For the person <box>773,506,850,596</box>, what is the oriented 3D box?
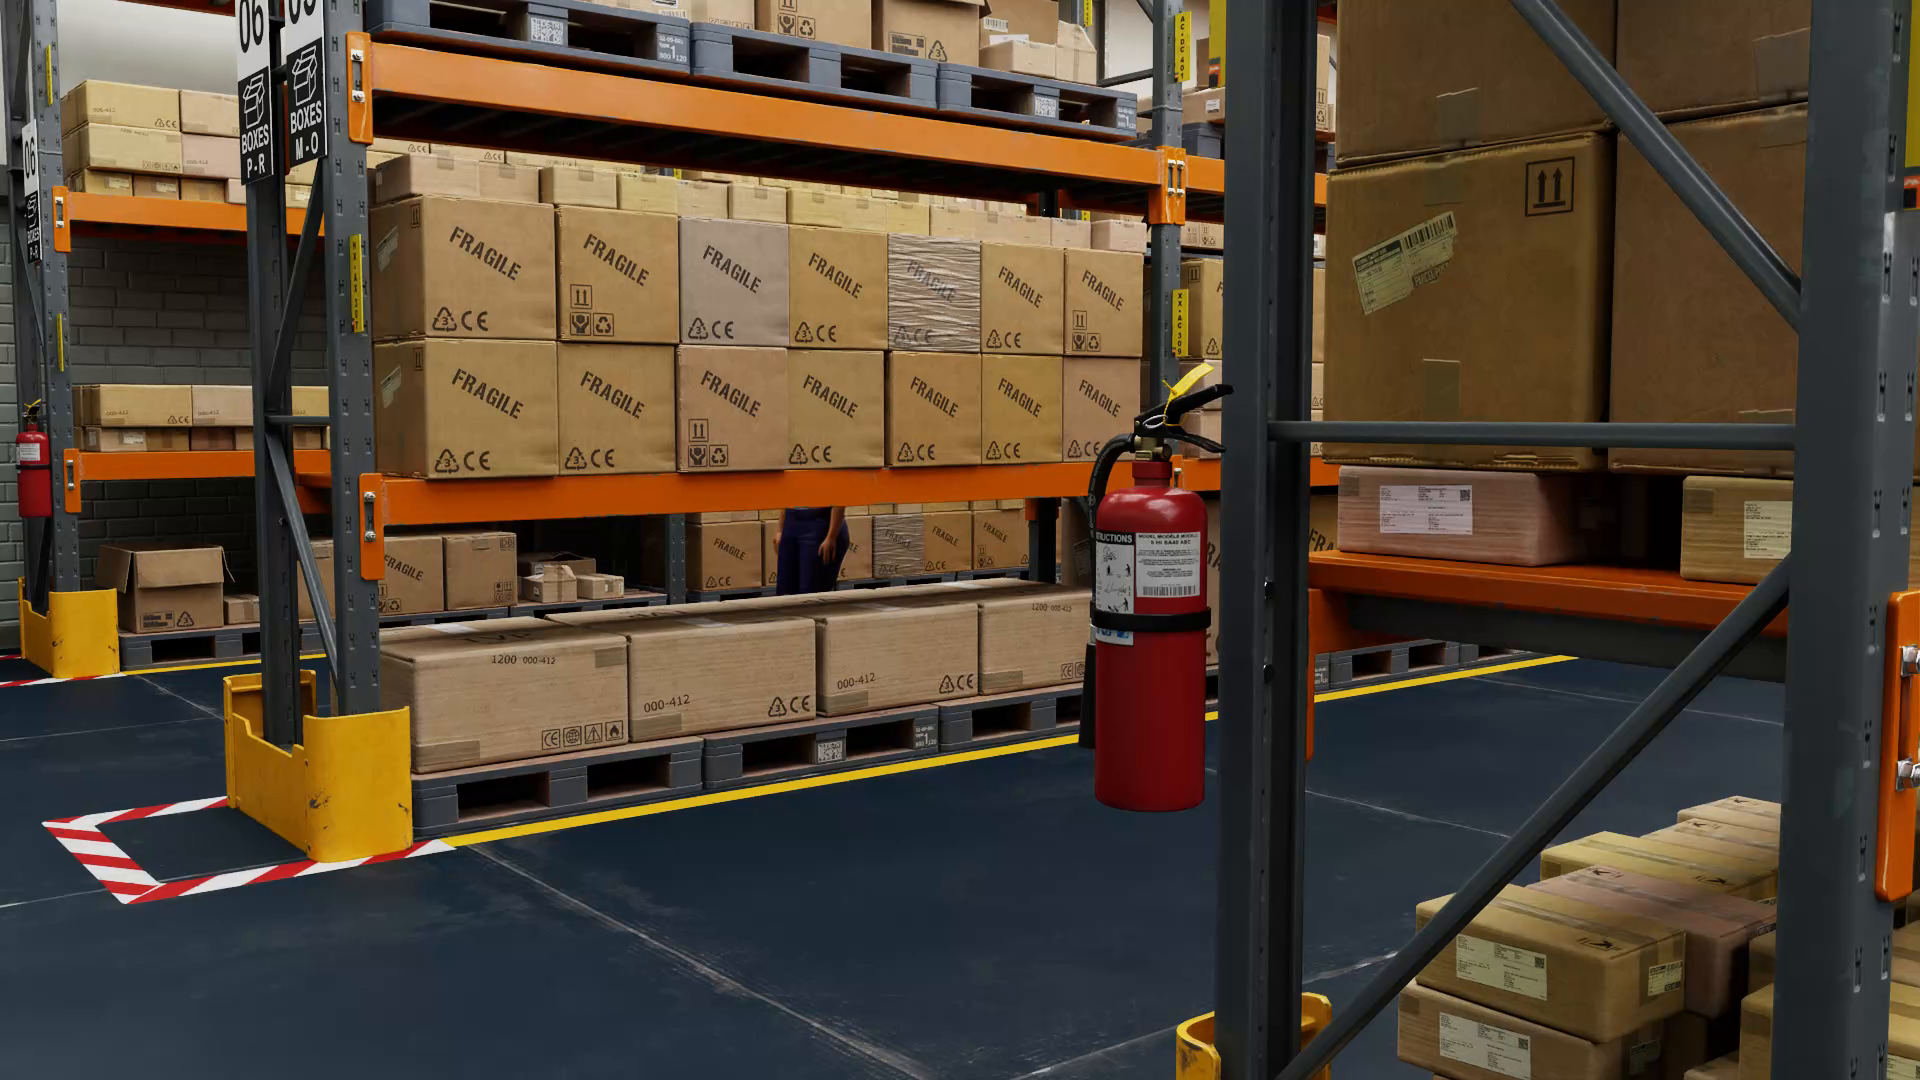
[{"bbox_3d":[-0.870,-0.006,9.371,0.417,1.652,0.559,-4,6,-41],"label":"person"}]
